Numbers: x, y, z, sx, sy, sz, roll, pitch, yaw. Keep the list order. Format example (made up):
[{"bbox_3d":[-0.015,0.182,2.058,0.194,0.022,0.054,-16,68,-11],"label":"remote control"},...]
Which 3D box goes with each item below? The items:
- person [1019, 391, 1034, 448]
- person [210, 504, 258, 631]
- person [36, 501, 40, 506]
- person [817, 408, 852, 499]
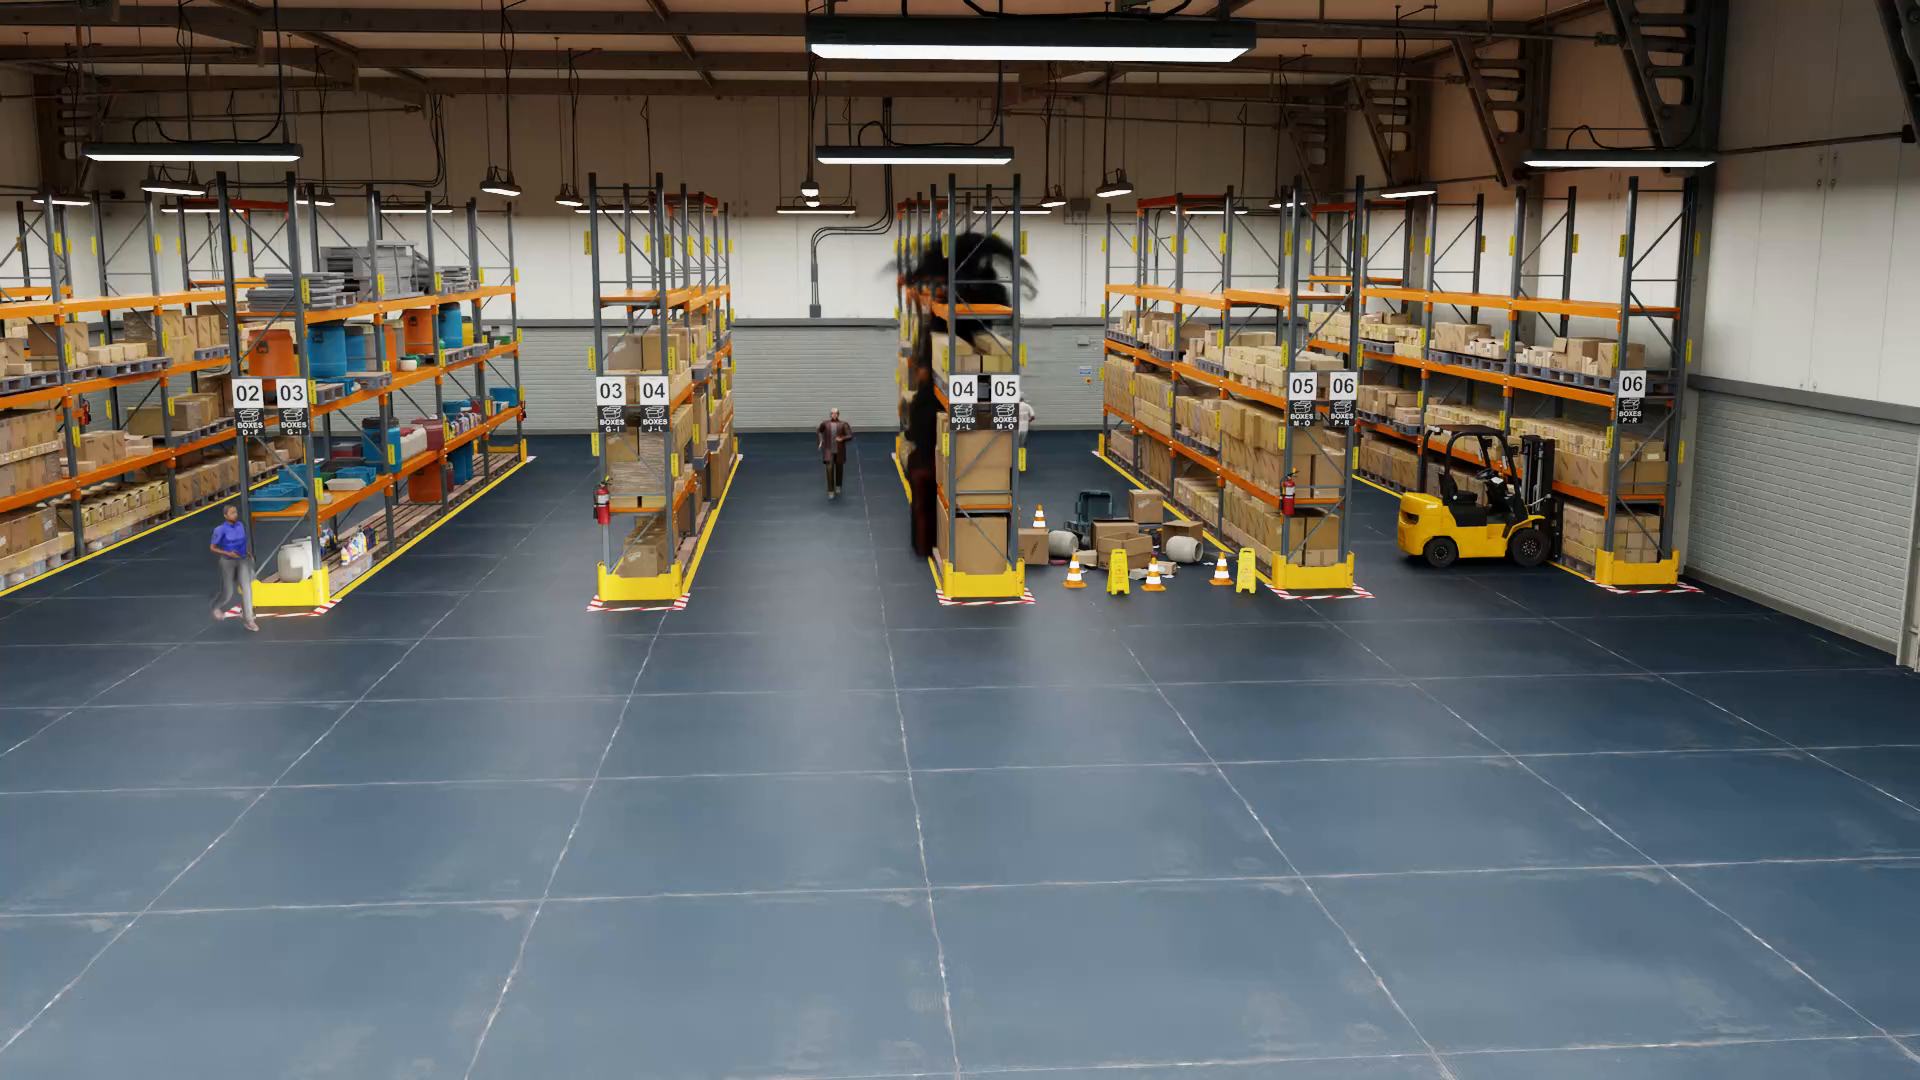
[{"bbox_3d":[1.328,-2.527,37.958,0.715,1.754,0.554,-3,10,-15],"label":"person"},{"bbox_3d":[-9.573,0.346,21.915,0.958,1.642,0.607,7,12,36],"label":"person"},{"bbox_3d":[-17.063,-1.156,30.439,0.607,1.656,0.561,-3,10,-16],"label":"person"},{"bbox_3d":[-2.516,-1.767,33.408,0.708,1.775,1.034,0,10,-2],"label":"person"}]
